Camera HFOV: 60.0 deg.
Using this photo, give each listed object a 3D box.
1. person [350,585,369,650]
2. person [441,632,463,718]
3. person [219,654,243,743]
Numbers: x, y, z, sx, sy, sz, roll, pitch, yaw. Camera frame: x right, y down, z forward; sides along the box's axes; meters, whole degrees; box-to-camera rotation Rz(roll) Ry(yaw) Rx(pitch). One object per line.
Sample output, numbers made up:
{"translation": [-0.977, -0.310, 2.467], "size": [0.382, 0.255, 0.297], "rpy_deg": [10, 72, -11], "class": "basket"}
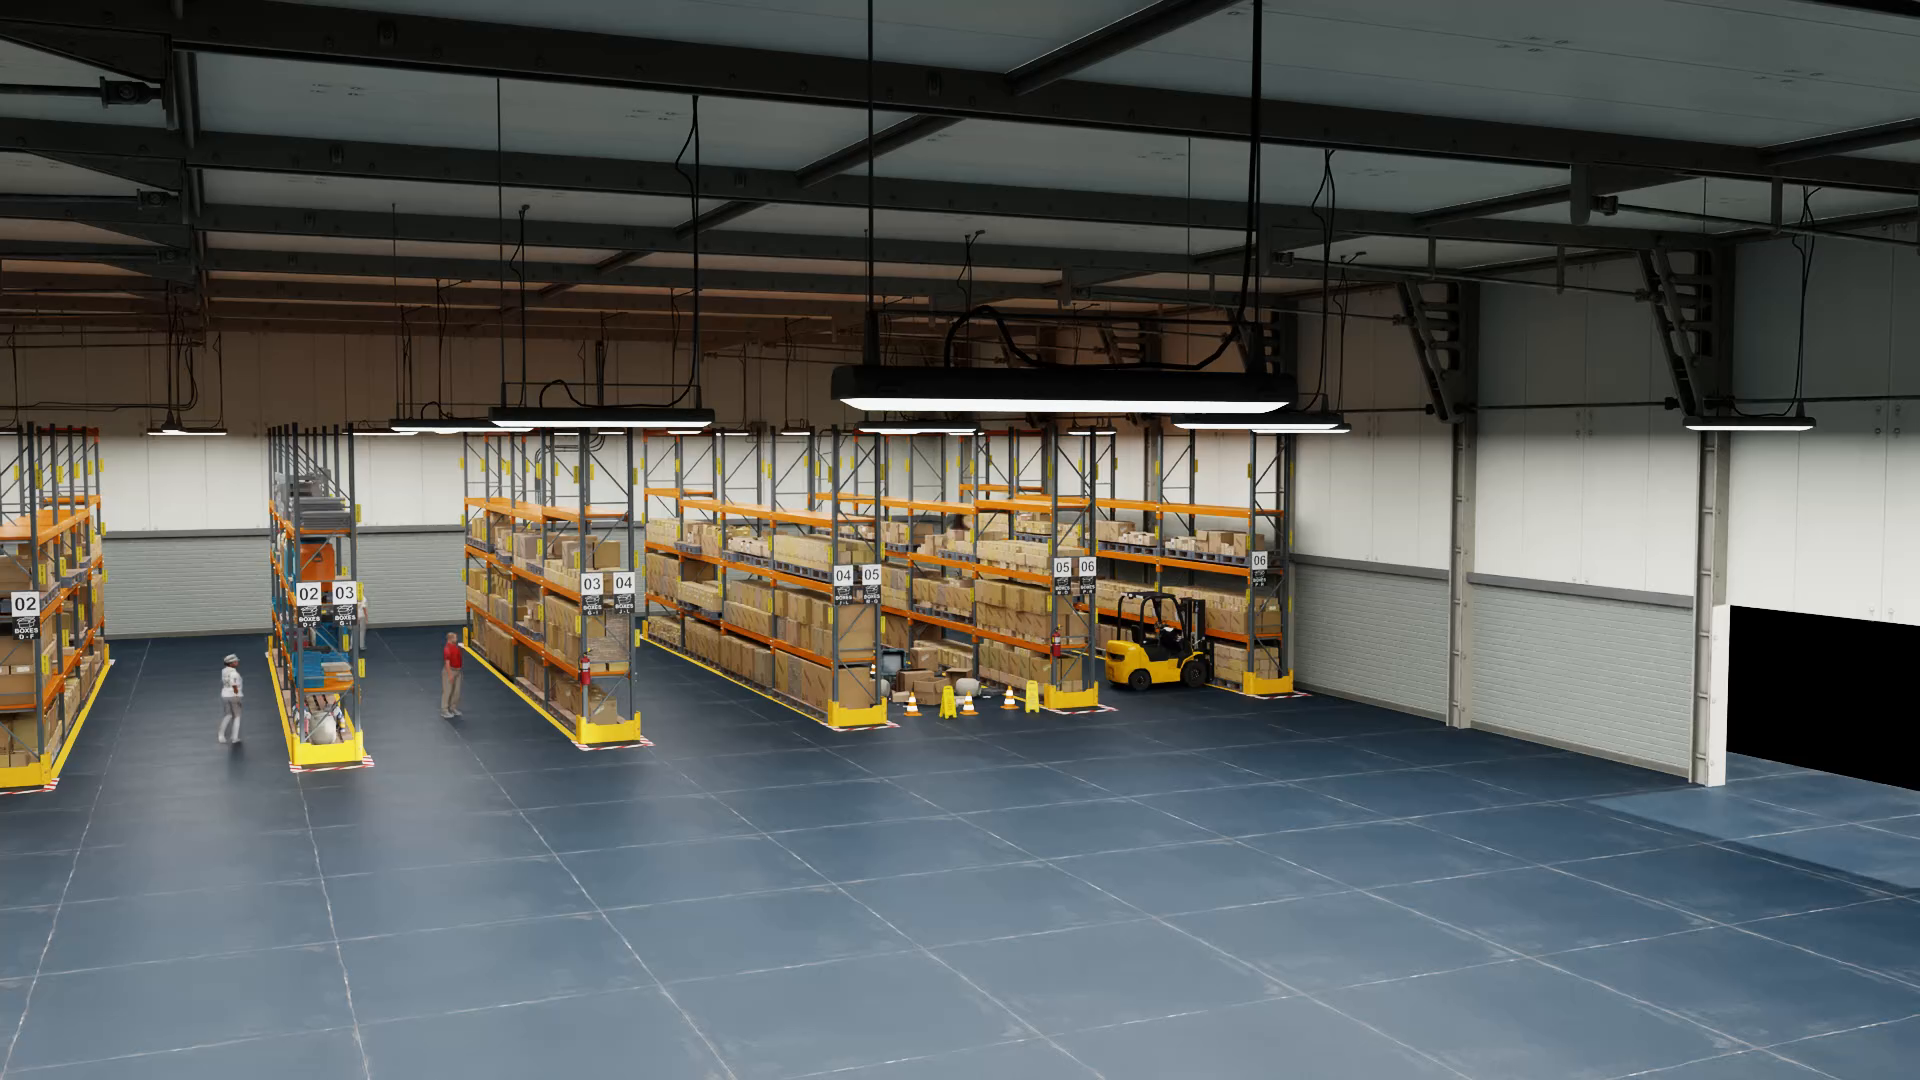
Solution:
{"translation": [-16.257, 2.108, 44.980], "size": [0.591, 1.803, 0.414], "rpy_deg": [2, 4, 27], "class": "person"}
{"translation": [-10.466, 2.765, 34.257], "size": [0.387, 1.741, 0.587], "rpy_deg": [1, 4, 11], "class": "person"}
{"translation": [-13.644, 2.967, 31.109], "size": [0.445, 1.682, 0.525], "rpy_deg": [1, 4, 10], "class": "person"}
